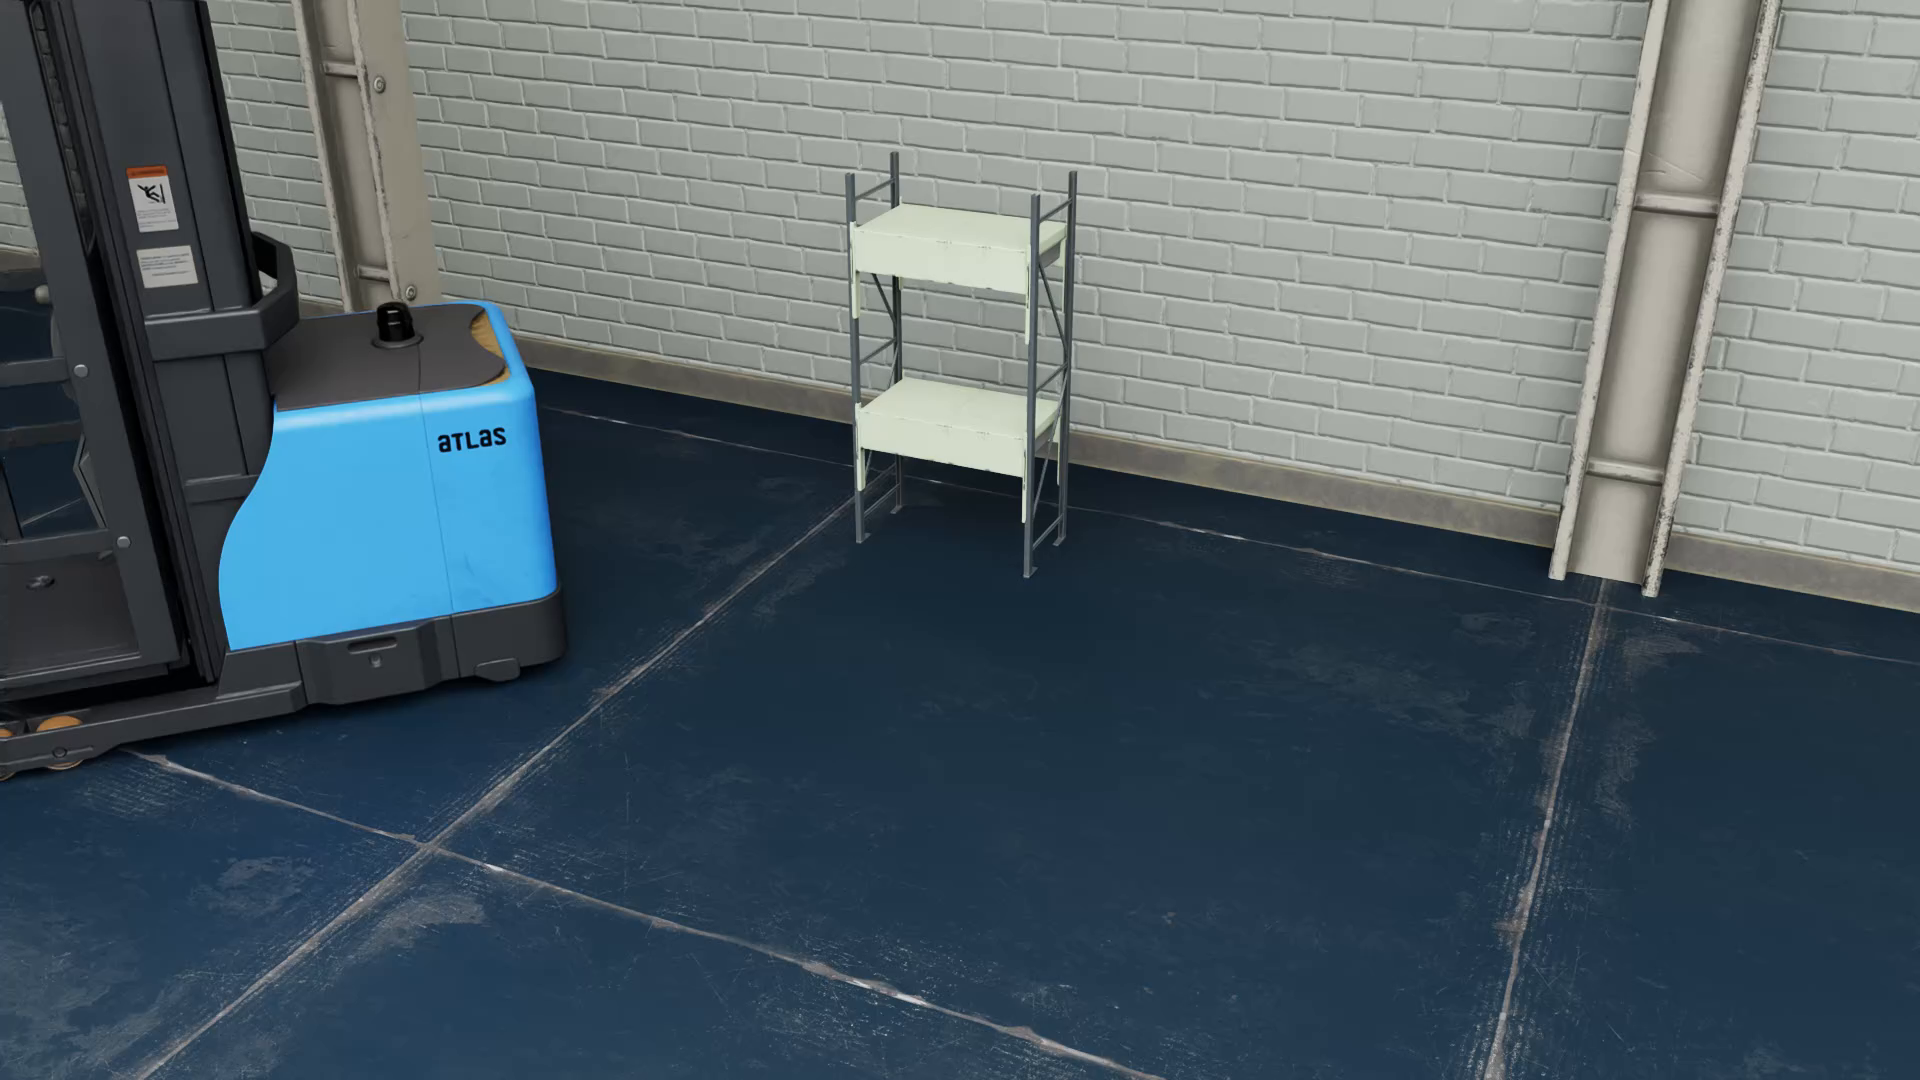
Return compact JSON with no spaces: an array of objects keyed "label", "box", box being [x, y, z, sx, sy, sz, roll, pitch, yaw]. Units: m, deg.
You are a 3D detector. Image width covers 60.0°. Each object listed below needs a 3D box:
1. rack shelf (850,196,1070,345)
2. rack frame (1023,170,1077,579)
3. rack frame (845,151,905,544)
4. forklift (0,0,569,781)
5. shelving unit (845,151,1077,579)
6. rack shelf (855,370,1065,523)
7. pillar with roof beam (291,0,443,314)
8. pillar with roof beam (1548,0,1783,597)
[{"label":"rack shelf","box":[0.006,-1.022,6.244,0.720,0.370,0.431,11,28,22]},{"label":"rack frame","box":[0.339,-0.605,6.280,0.023,1.500,0.400,11,28,22]},{"label":"rack frame","box":[-0.327,-0.739,6.552,0.023,1.500,0.400,11,28,22]},{"label":"forklift","box":[-2.941,-0.821,5.098,3.031,2.935,1.130,-10,28,-19]},{"label":"shelving unit","box":[0.006,-0.672,6.416,0.755,1.500,0.431,11,28,22]},{"label":"rack shelf","box":[0.006,-0.379,6.560,0.720,0.370,0.431,11,28,22]},{"label":"pillar with roof beam","box":[-4.717,-3.283,3.230,0.400,9.000,9.100,11,28,22]},{"label":"pillar with roof beam","box":[0.745,-2.186,1.001,0.400,9.000,9.100,11,28,22]}]
